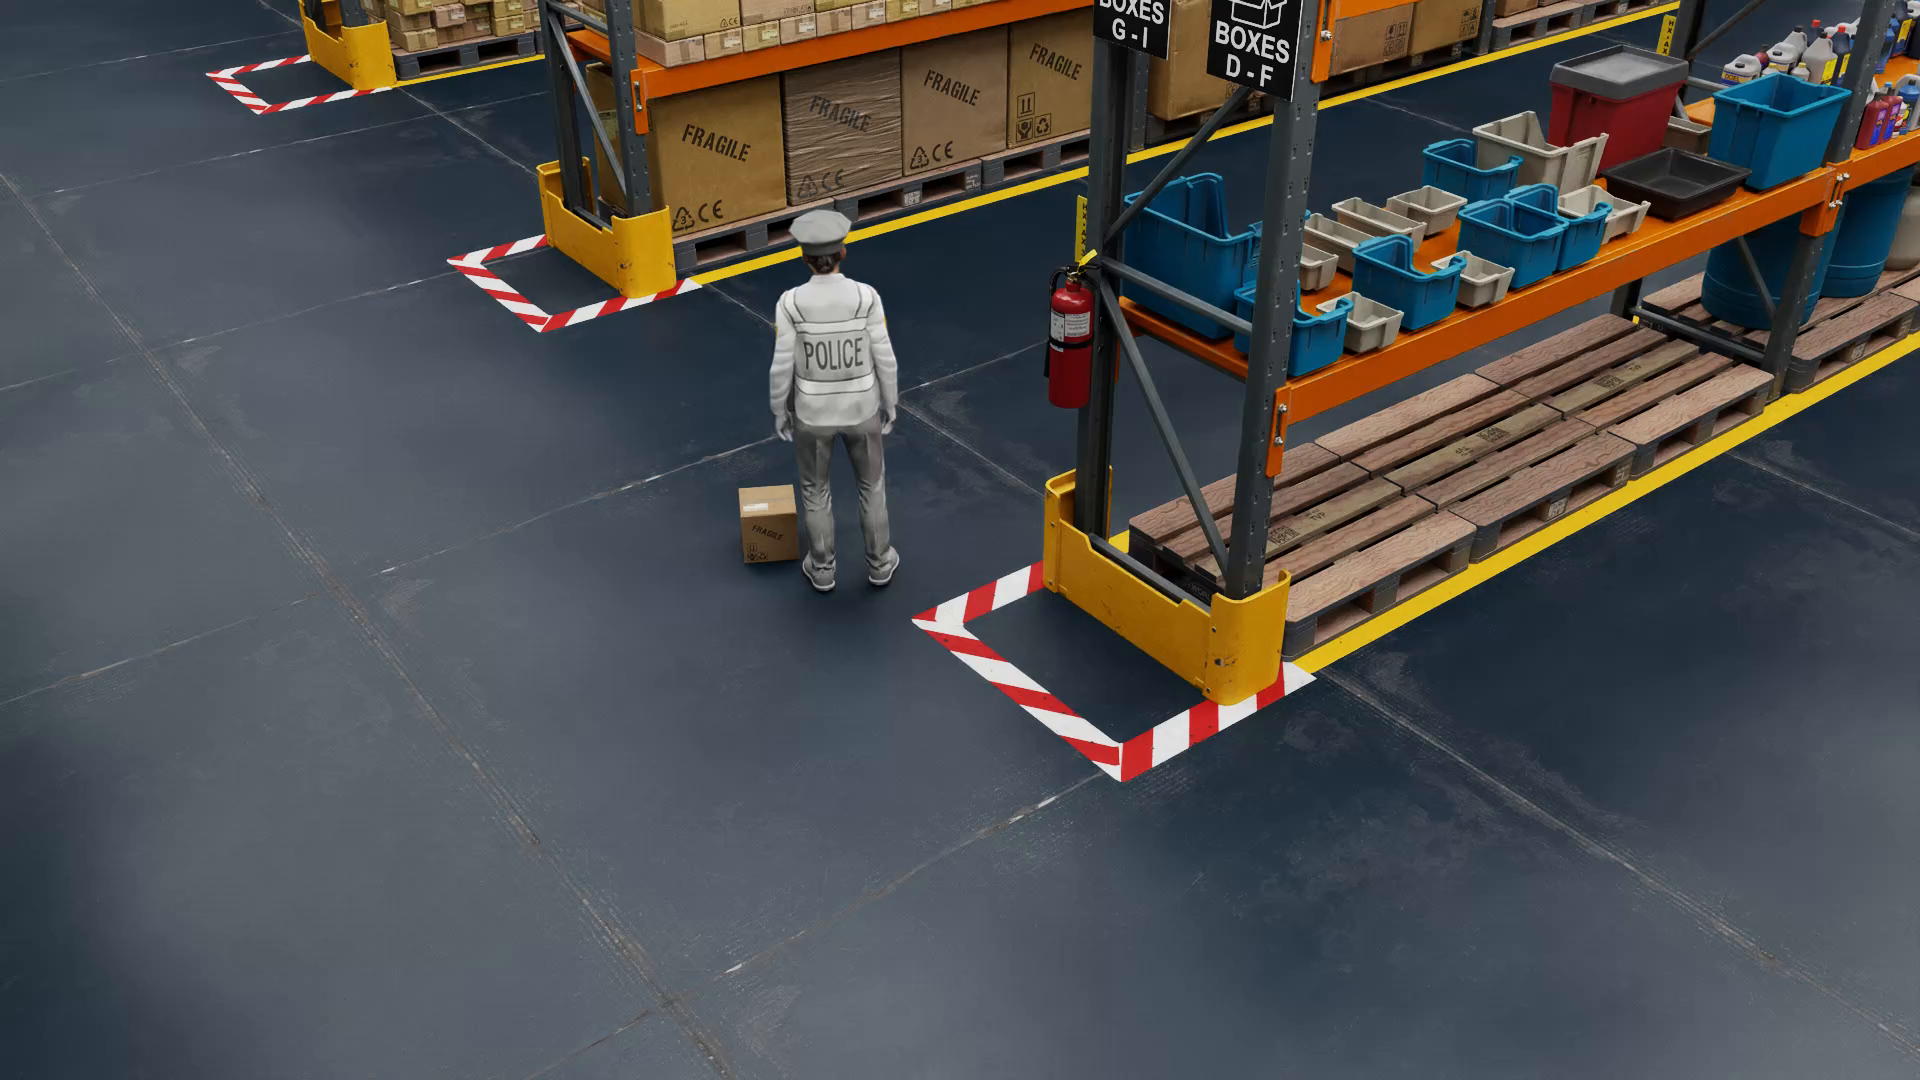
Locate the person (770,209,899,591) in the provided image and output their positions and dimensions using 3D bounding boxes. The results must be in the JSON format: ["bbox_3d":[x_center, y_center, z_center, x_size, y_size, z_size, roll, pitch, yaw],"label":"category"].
[{"bbox_3d":[-0.524,-0.540,6.985,0.533,1.663,0.378,-4,33,-6],"label":"person"}]
